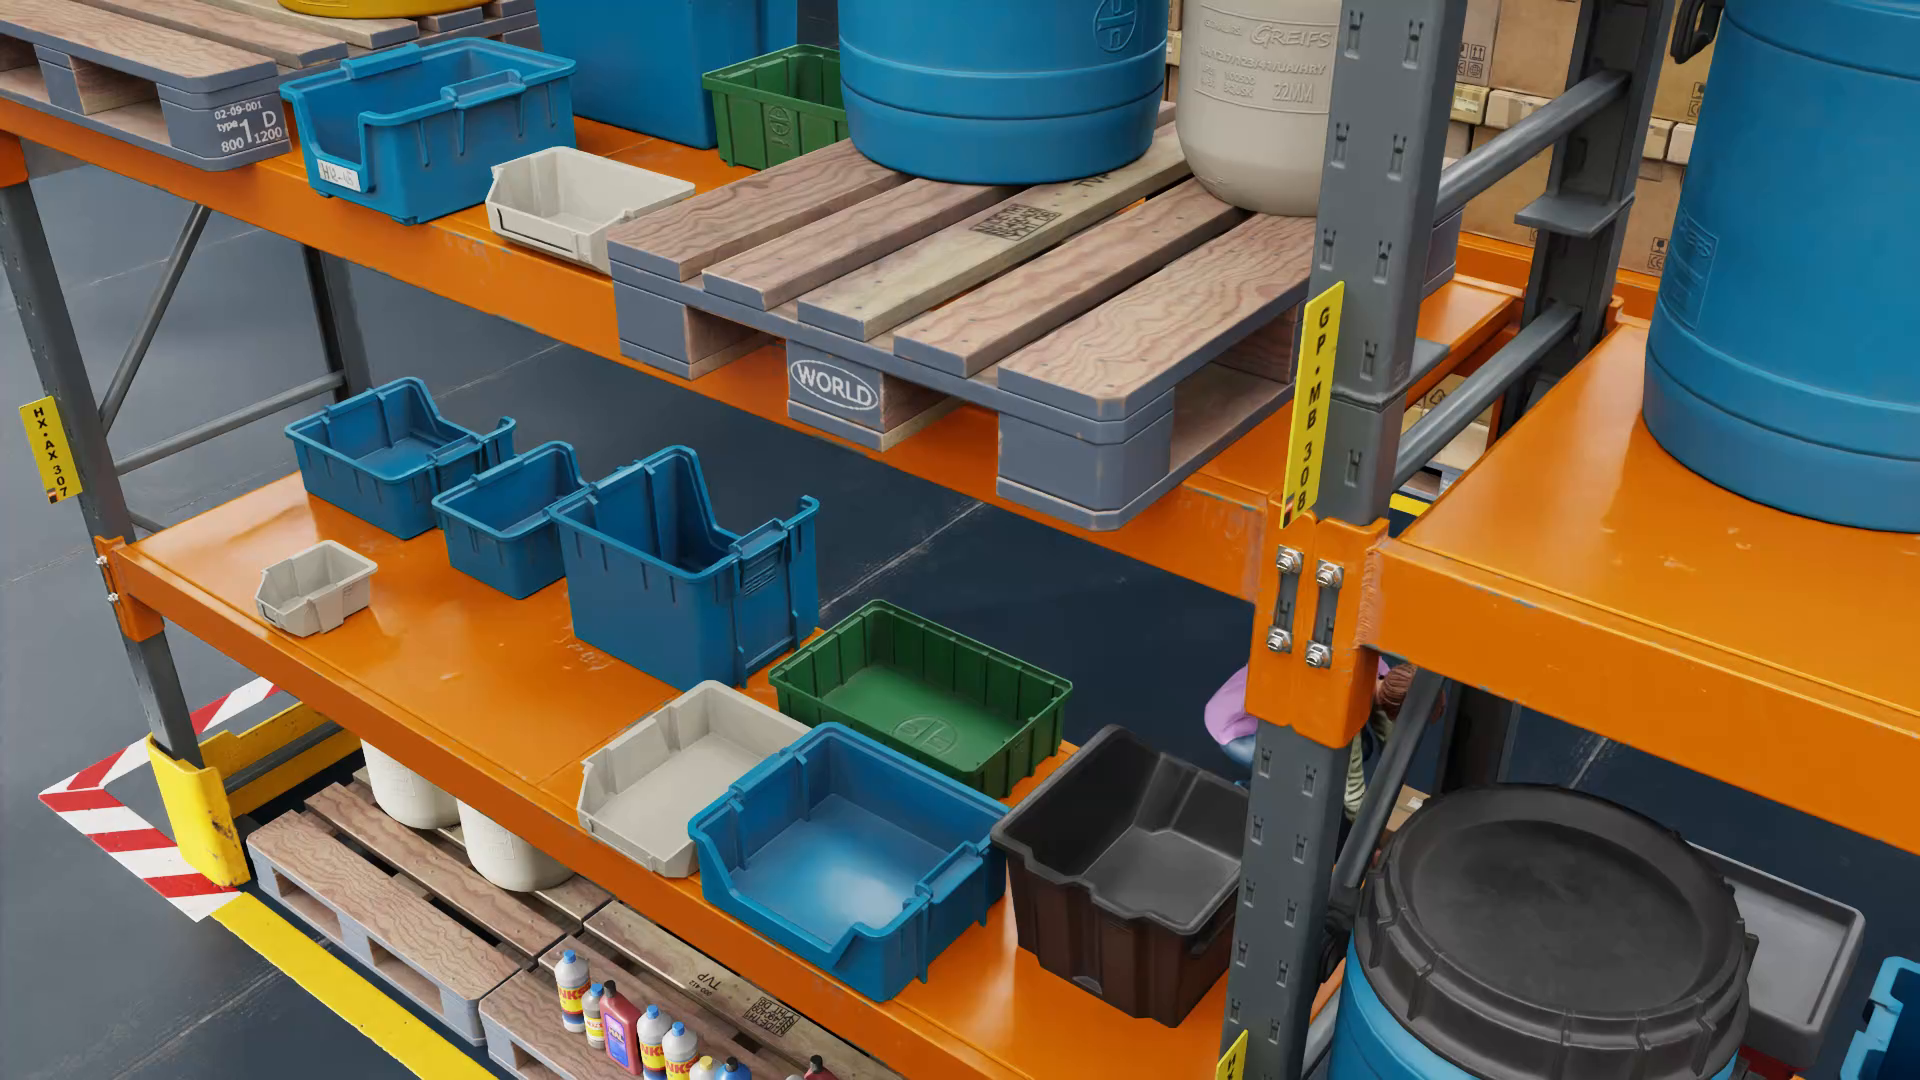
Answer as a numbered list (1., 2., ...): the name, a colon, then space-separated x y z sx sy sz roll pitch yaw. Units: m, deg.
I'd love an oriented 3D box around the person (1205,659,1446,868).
1. person: 1.243 0.695 5.790 0.803 0.782 0.437 22 37 31
